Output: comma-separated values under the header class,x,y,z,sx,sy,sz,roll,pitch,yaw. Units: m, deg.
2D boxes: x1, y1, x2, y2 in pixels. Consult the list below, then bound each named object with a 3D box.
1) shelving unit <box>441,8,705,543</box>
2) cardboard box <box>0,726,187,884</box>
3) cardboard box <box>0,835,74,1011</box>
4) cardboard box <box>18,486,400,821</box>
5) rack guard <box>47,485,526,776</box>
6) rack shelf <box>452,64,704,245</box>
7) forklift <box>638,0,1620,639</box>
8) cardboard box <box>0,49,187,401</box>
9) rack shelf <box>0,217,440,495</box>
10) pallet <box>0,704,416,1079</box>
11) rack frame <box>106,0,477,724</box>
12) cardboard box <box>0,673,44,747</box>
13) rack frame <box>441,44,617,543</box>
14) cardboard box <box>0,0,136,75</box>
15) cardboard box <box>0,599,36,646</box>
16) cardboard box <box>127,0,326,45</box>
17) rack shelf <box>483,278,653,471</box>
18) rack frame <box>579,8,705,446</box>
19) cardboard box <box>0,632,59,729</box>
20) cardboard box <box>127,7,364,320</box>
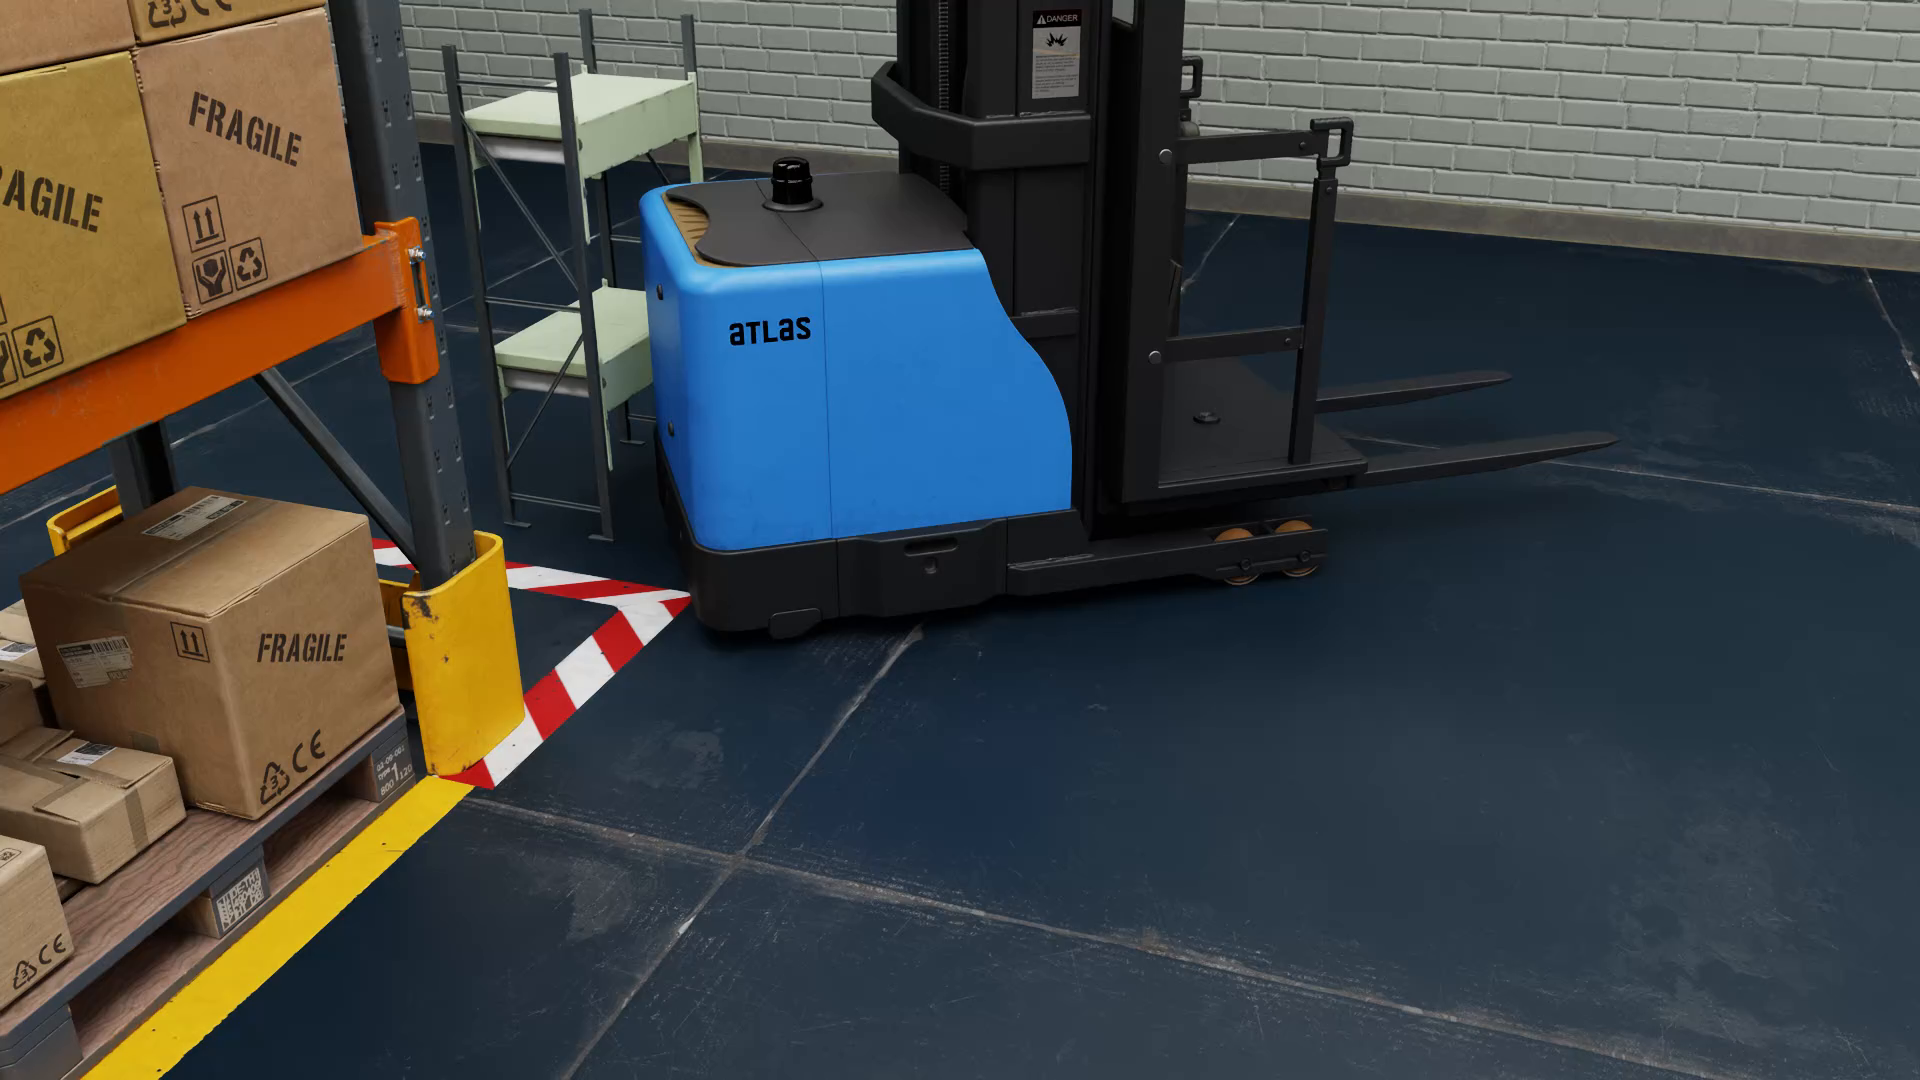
class,x,y,z,sx,sy,sz,roll,pitch,yaw
shelving unit,-1.151,-0.849,5.282,0.431,1.500,0.755,9,27,18
cardboard box,-1.858,0.537,3.444,0.380,0.166,0.250,9,27,17
cardboard box,-1.983,0.732,2.946,0.500,0.250,0.500,9,27,17
cardboard box,-1.638,0.234,3.688,0.500,0.500,0.500,9,27,17
rack guard,-1.715,0.204,4.255,1.175,0.500,0.348,9,27,17
rack shelf,-1.151,-1.200,5.112,0.431,0.370,0.720,9,27,18
forklift,0.604,-1.397,4.772,3.031,2.935,1.130,-7,27,-15
cardboard box,-1.751,-0.560,2.850,0.500,0.500,0.500,9,27,18
rack shelf,-2.355,0.193,2.234,1.077,0.370,4.000,9,27,17
pallet,-1.979,0.662,3.641,1.003,0.211,1.213,9,27,17
rack frame,-1.690,-0.952,3.775,1.000,3.000,0.127,9,27,17
cardboard box,-2.305,0.475,3.477,0.500,0.250,0.500,9,27,17
rack frame,-1.274,-0.699,4.972,0.400,1.500,0.023,9,27,18
cardboard box,-1.746,-1.017,2.646,0.500,0.500,0.500,10,27,19
cardboard box,-2.153,0.255,4.048,0.380,0.149,0.250,9,27,17
cardboard box,-1.579,-1.225,3.075,0.500,0.500,0.500,9,27,17
rack shelf,-1.151,-0.555,5.424,0.431,0.370,0.720,9,27,18
rack frame,-1.028,-0.999,5.592,0.400,1.500,0.023,9,27,18
cardboard box,-2.236,0.350,3.832,0.380,0.166,0.250,9,27,17
cardboard box,-1.582,-0.774,3.291,0.500,0.500,0.500,10,27,19
